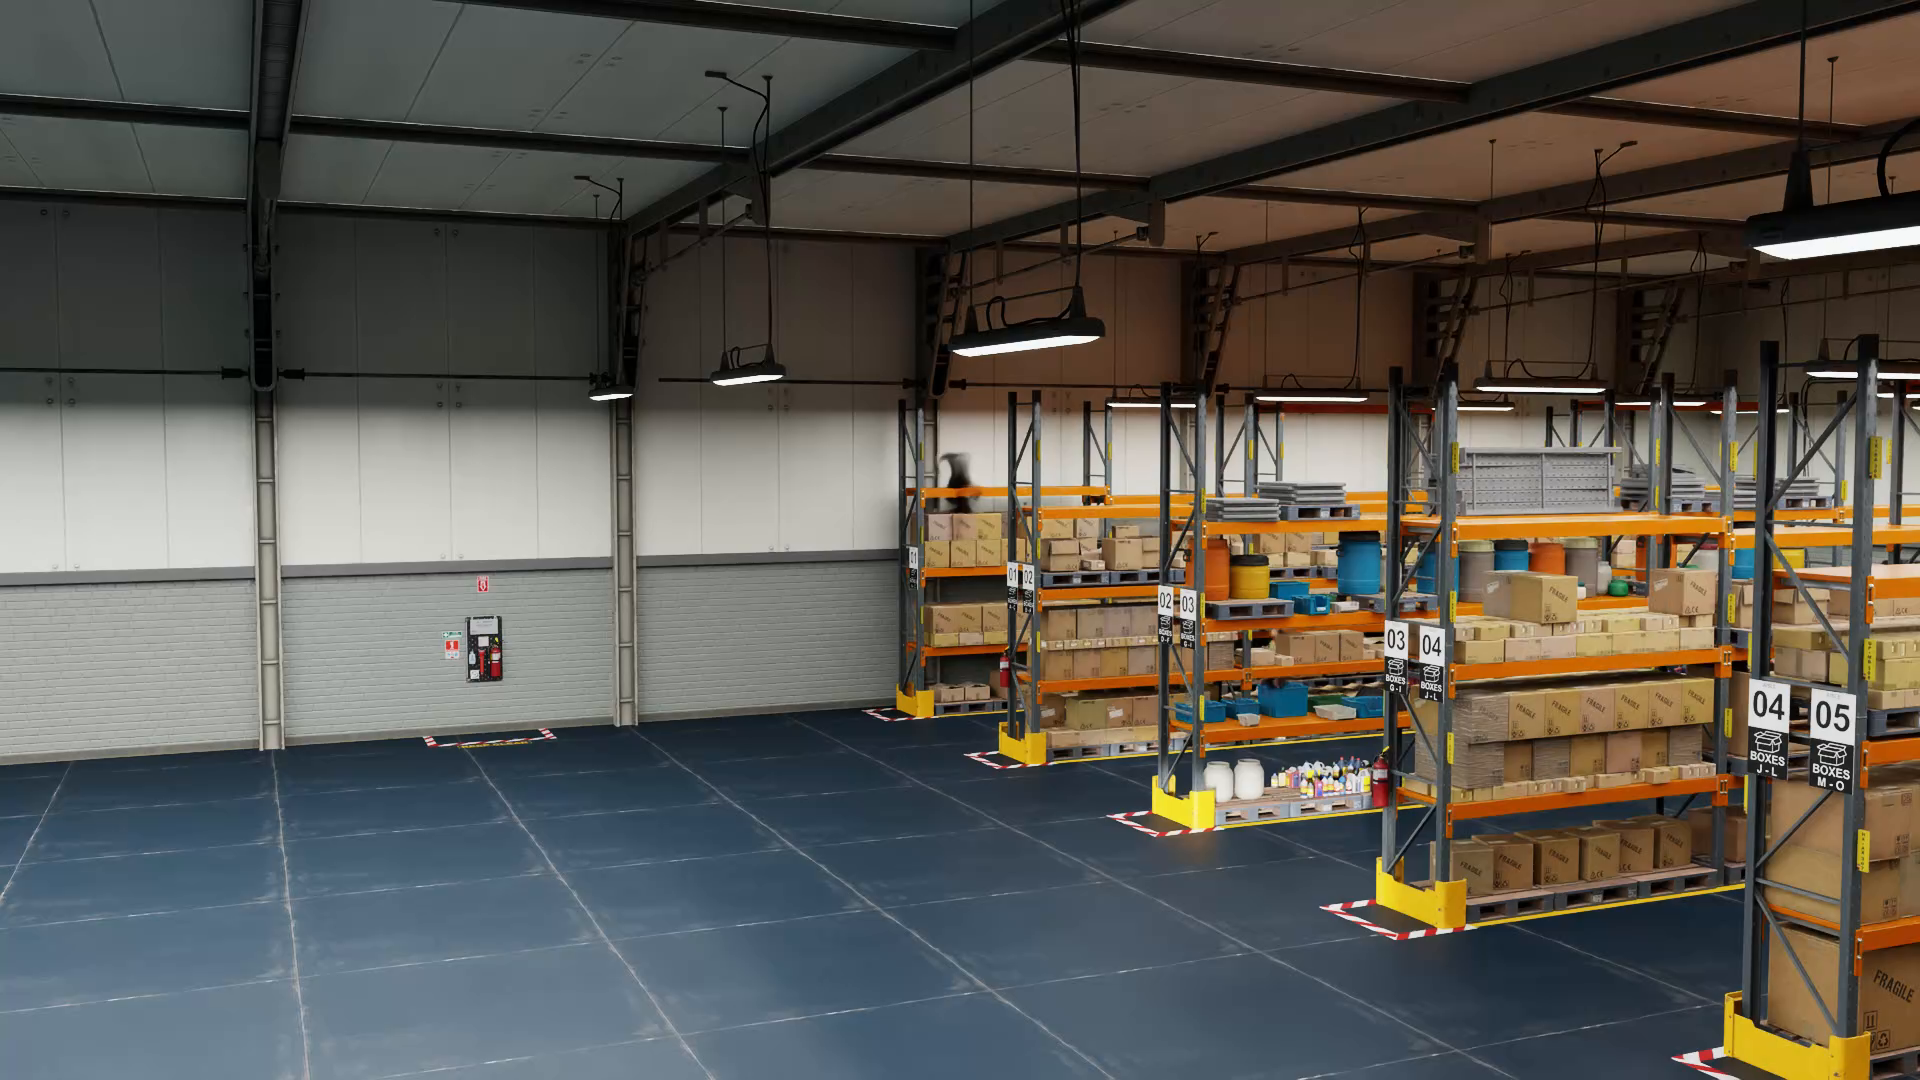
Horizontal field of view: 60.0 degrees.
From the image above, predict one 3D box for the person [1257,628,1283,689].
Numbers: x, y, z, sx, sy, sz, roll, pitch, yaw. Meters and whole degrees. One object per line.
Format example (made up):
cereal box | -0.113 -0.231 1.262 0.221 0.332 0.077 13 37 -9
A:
person | 5.988 2.474 31.689 0.689 1.687 0.547 -2 4 -32
